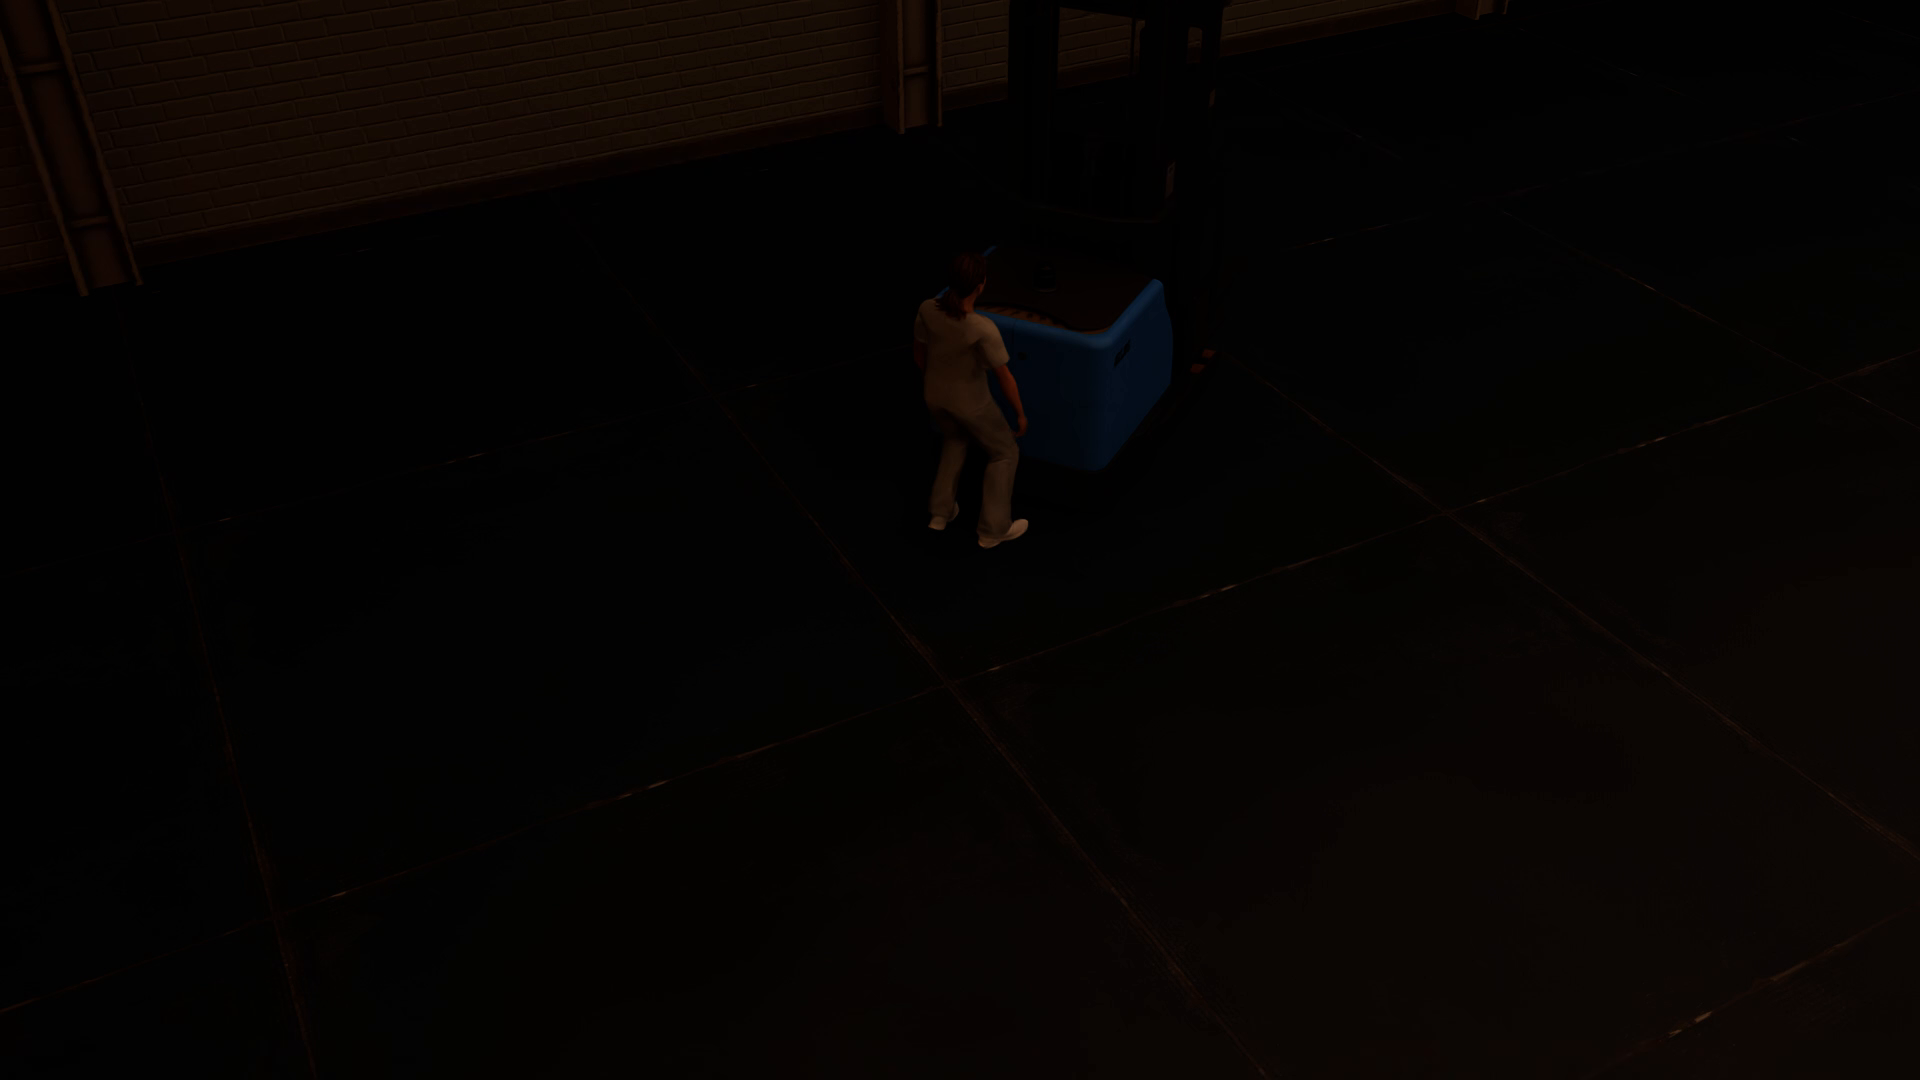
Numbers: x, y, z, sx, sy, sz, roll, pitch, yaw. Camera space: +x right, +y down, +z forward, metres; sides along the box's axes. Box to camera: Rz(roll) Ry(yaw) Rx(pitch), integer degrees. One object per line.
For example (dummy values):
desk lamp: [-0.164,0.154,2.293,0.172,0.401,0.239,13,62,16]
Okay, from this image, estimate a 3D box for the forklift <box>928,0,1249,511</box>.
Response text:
forklift: [0.927,-2.185,9.215,1.130,2.935,3.031,16,38,21]

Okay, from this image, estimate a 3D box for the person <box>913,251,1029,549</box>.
person: [0.048,-0.706,8.270,0.648,1.613,0.440,20,40,26]
